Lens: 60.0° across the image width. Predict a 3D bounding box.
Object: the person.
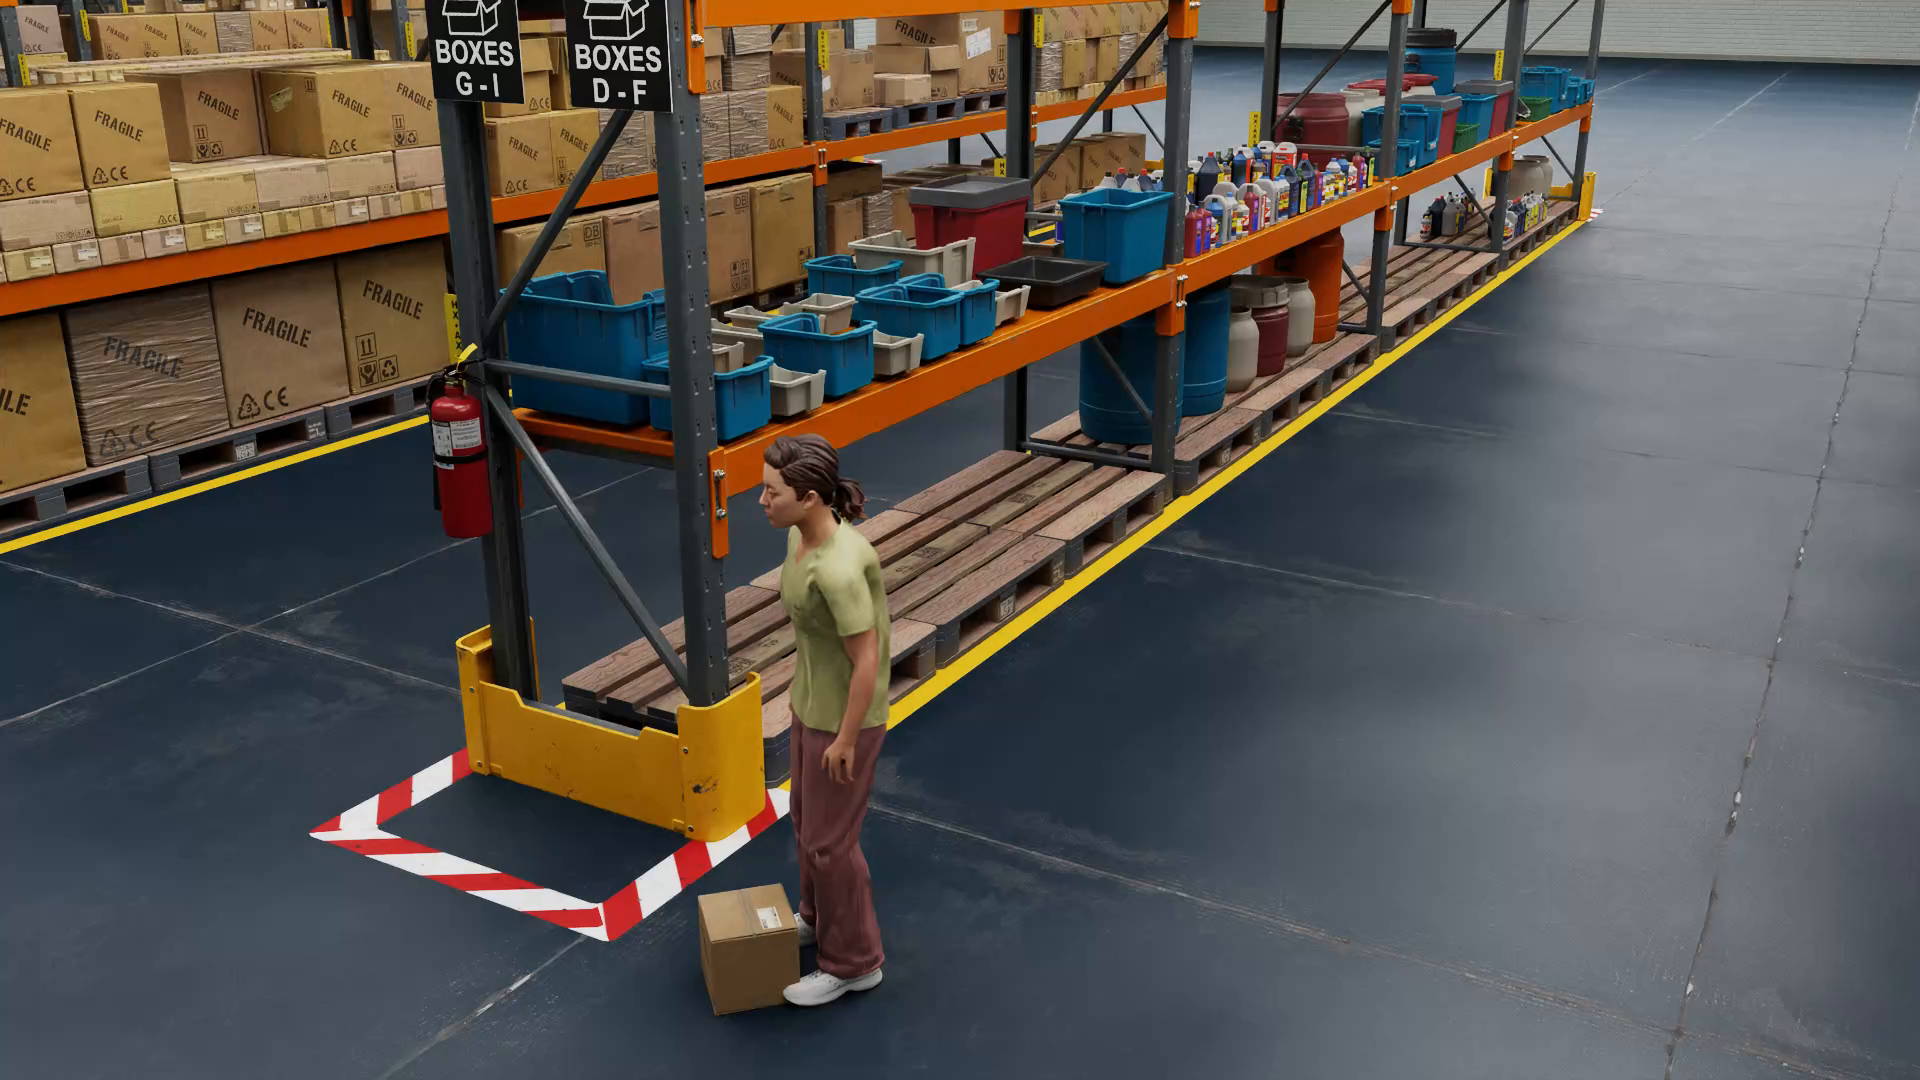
[{"bbox_3d":[-0.378,0.496,4.670,0.354,1.673,0.517,-6,20,-17],"label":"person"}]
